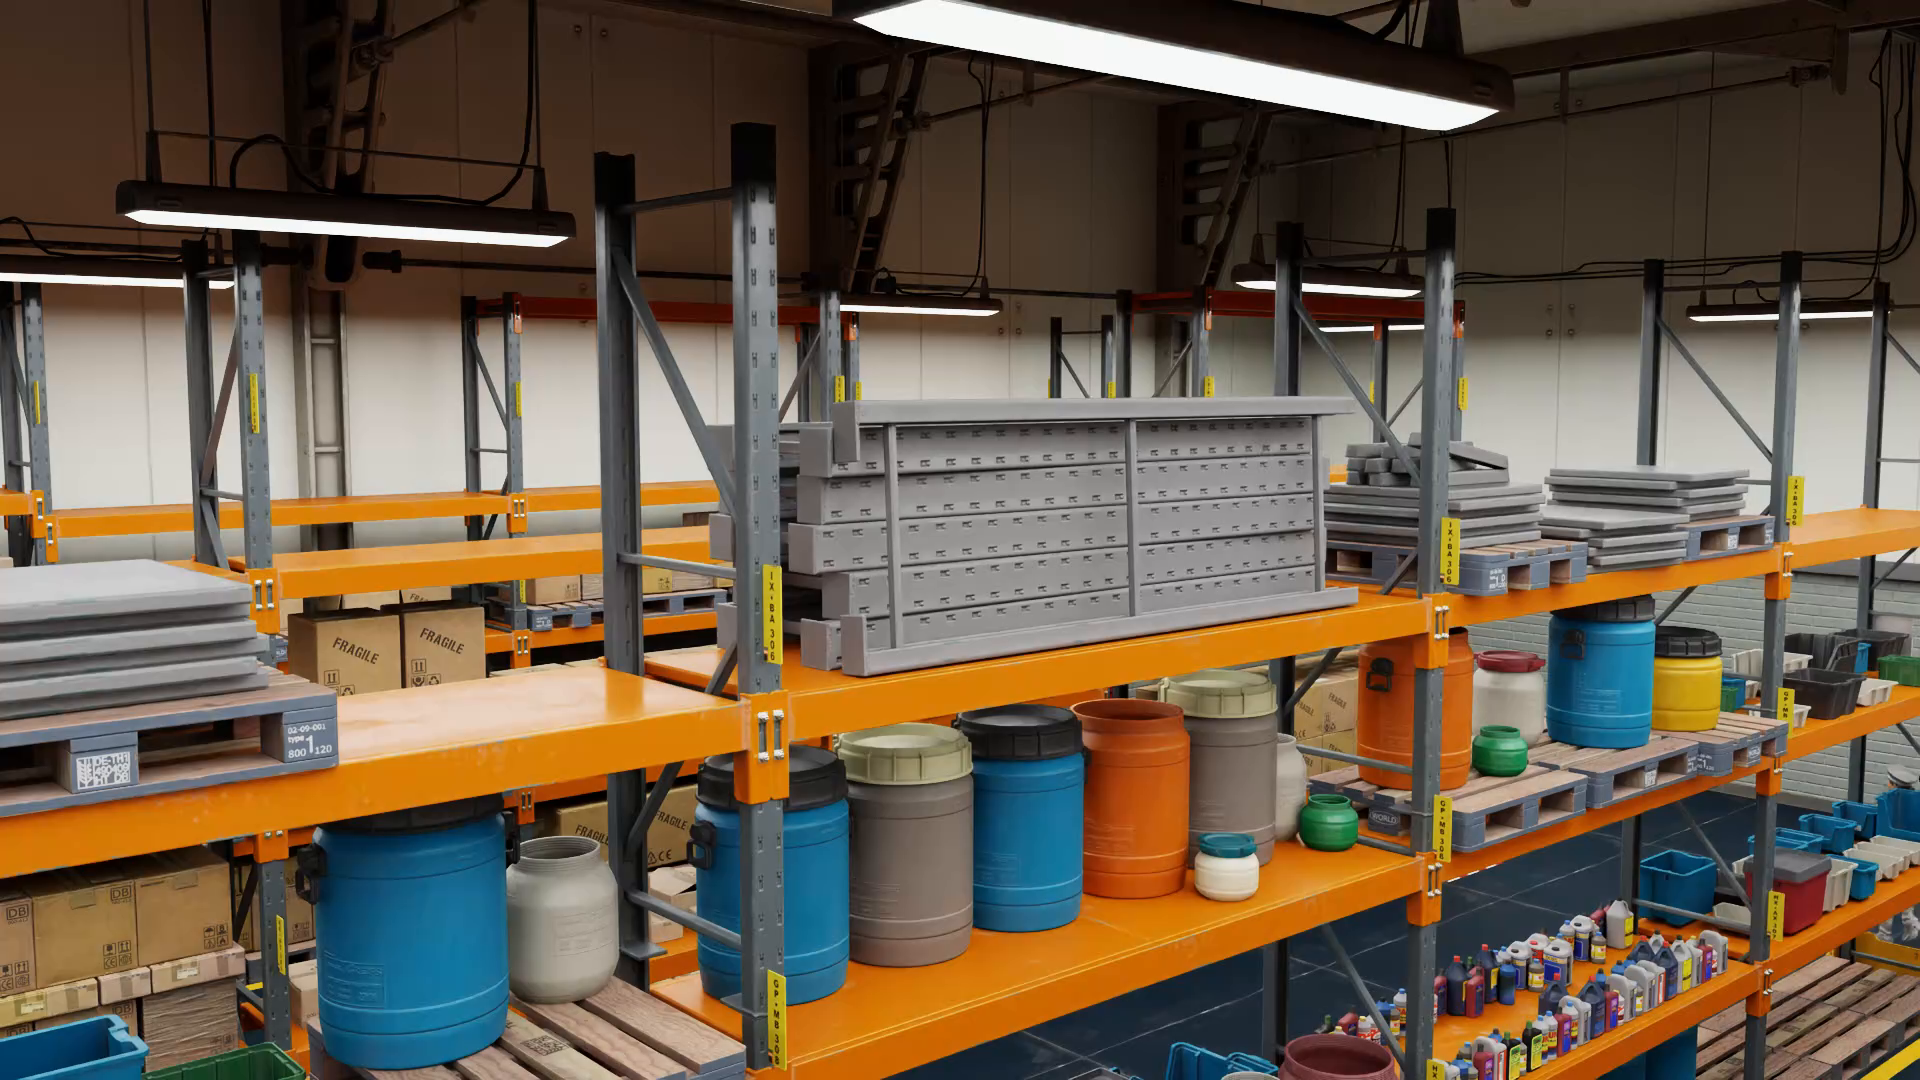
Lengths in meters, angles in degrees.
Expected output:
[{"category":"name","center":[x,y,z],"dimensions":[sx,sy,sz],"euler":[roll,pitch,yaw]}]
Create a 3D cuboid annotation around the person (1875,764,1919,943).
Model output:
[{"category":"person","center":[8.532,2.880,15.225],"dimensions":[0.519,1.681,0.443],"euler":[-1,5,-9]}]
